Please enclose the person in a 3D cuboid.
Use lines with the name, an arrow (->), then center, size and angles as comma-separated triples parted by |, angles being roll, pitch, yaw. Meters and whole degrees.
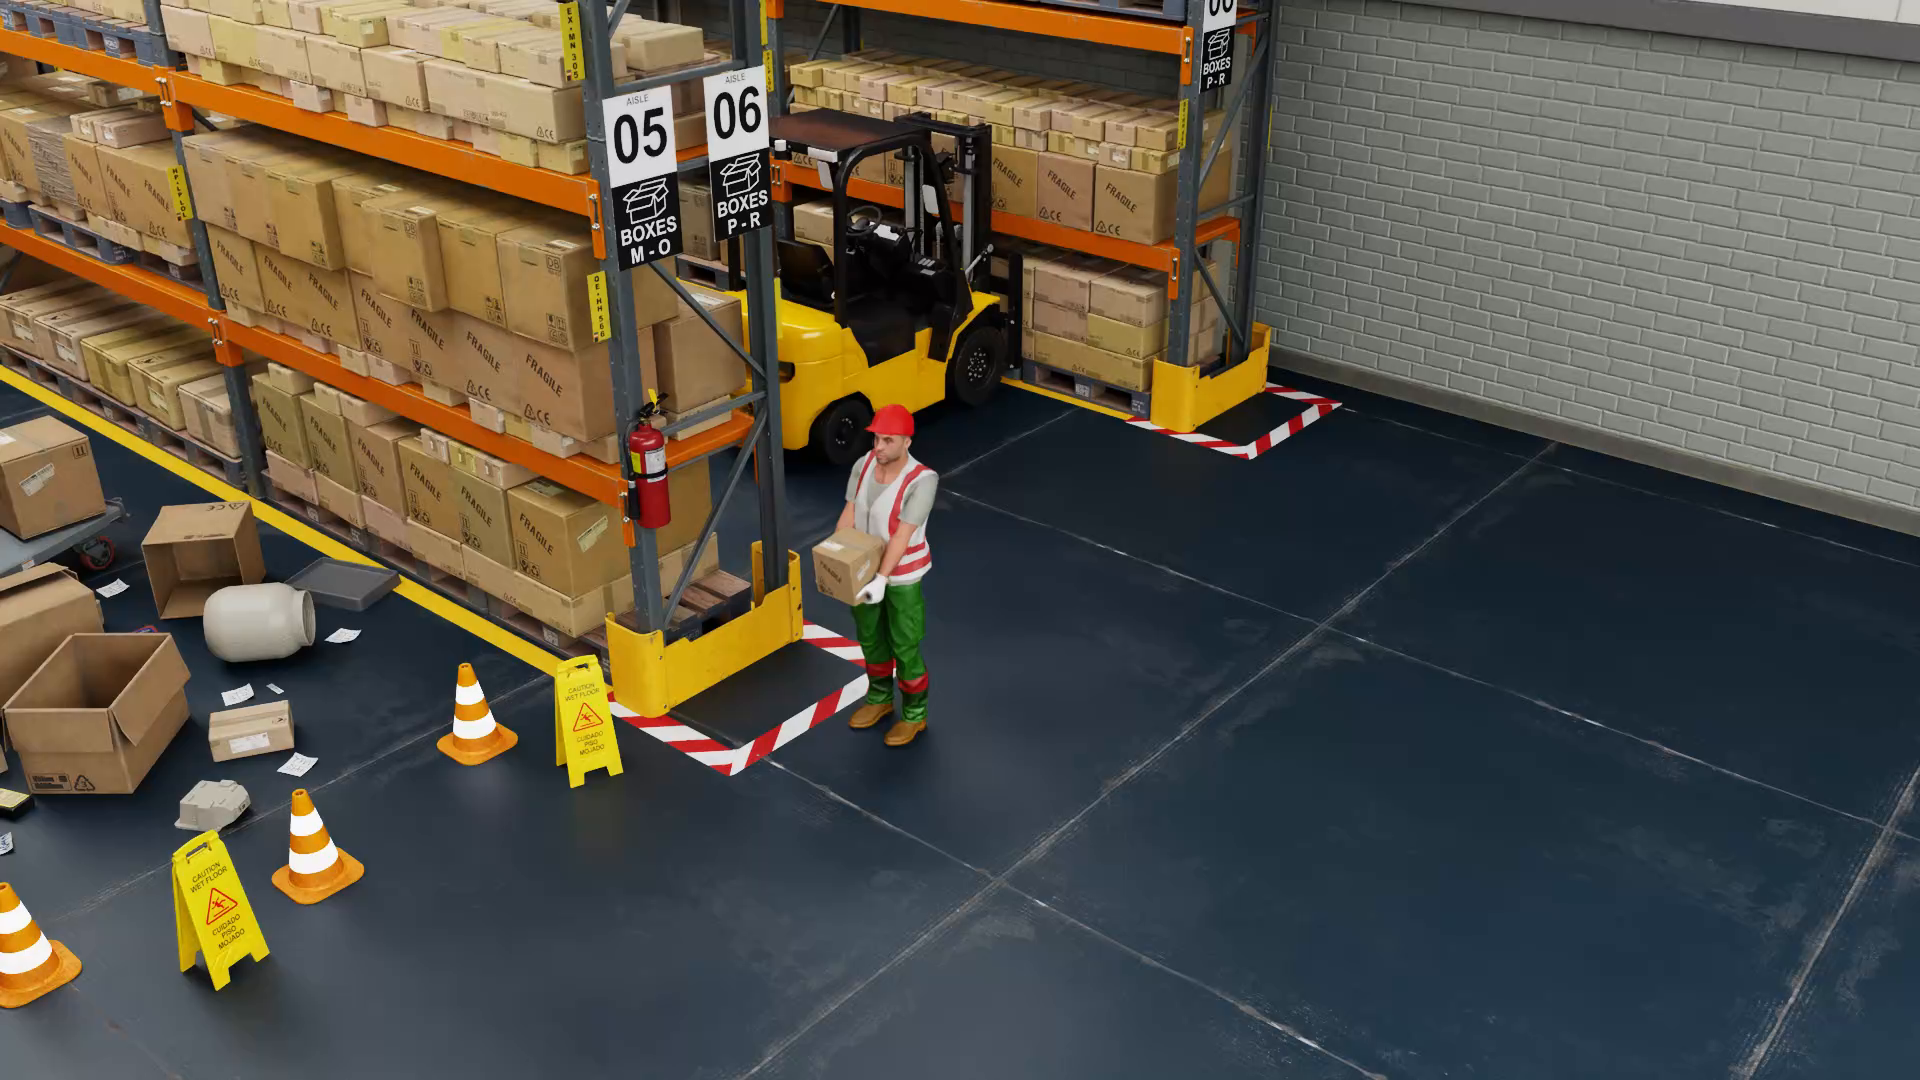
person -> -0.407, 0.202, 8.198 | 0.495, 1.786, 0.559 | 21, 34, 35
